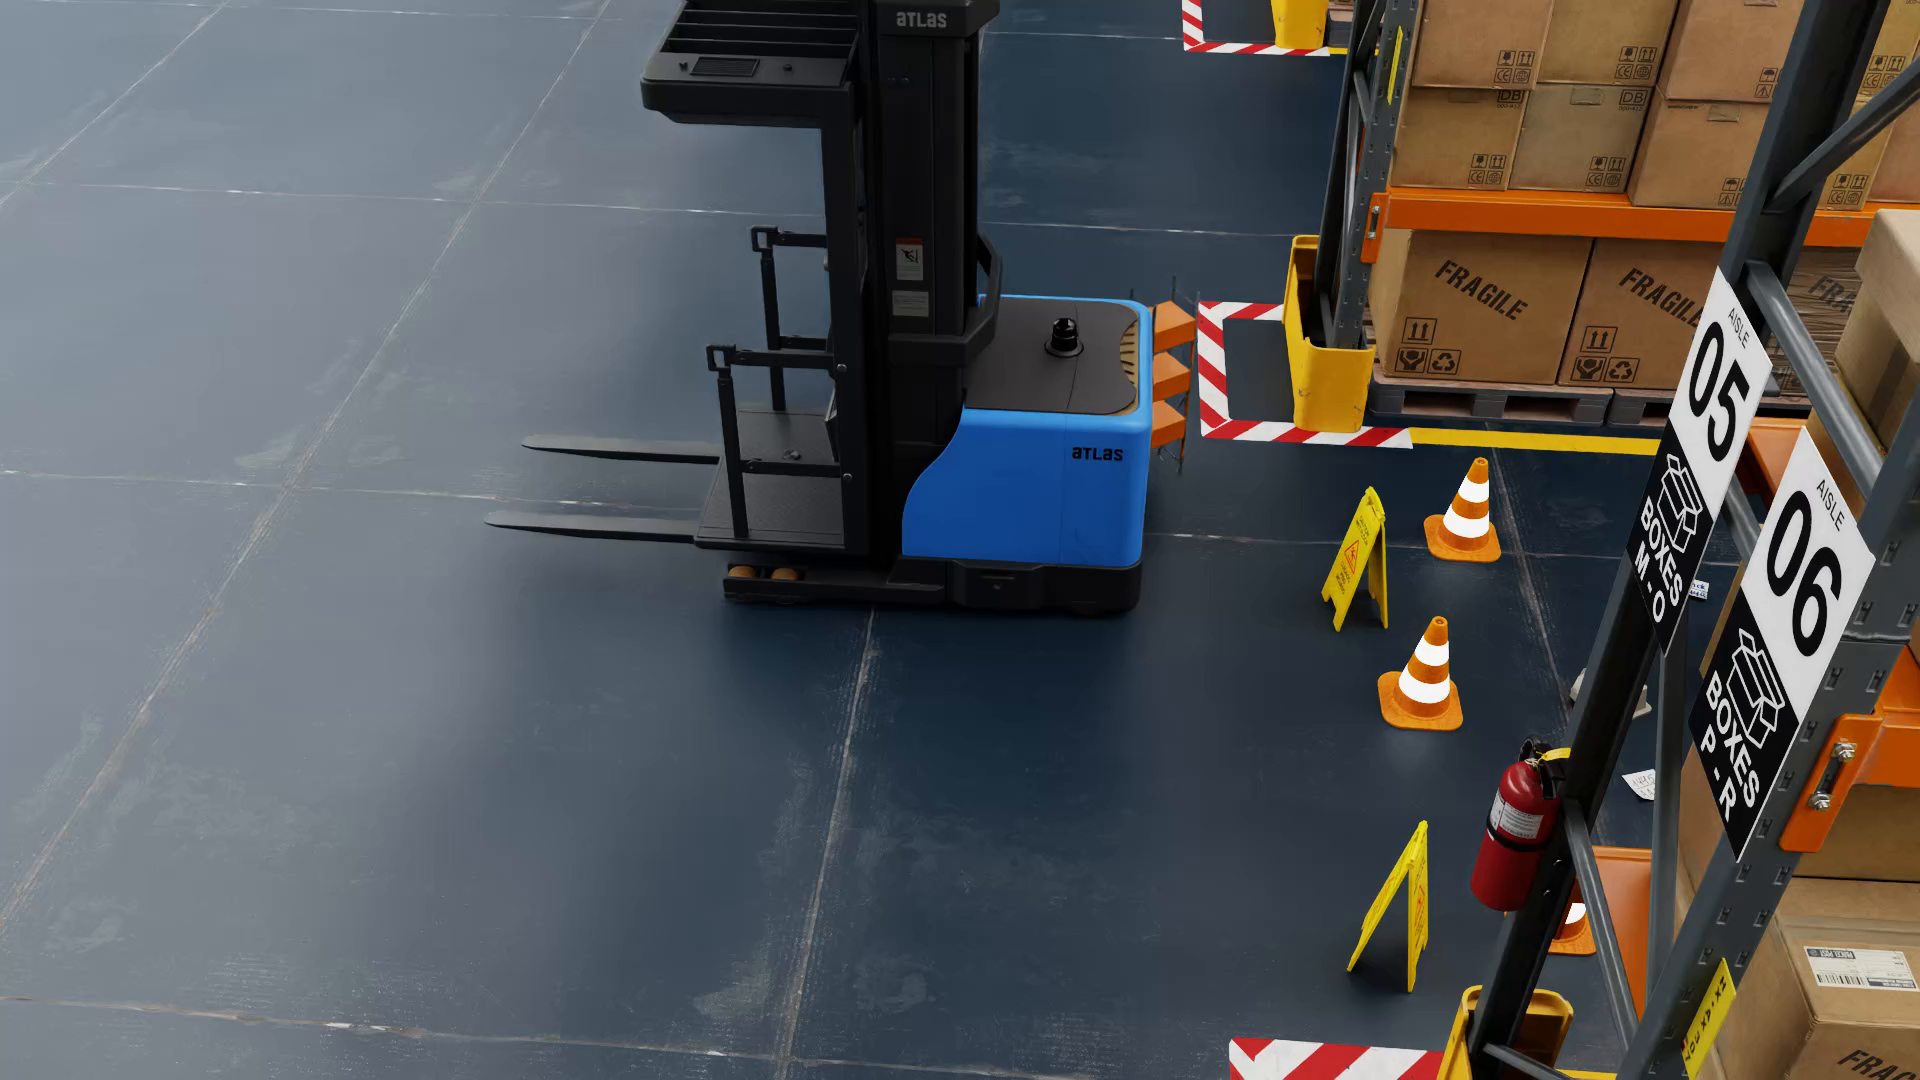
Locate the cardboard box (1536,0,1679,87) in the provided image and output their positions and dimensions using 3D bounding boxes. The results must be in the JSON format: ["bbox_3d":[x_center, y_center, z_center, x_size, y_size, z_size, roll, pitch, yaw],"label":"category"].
[{"bbox_3d":[2.906,-2.548,7.700,0.550,0.550,0.875,3,39,4],"label":"cardboard box"}]

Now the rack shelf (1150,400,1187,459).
[{"bbox_3d":[0.949,-0.521,8.185,0.240,0.259,0.215,-21,43,-23],"label":"rack shelf"}]

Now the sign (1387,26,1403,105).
[{"bbox_3d":[1.930,-2.105,7.382,0.005,0.325,0.100,3,39,4],"label":"sign"}]

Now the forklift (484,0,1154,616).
[{"bbox_3d":[-0.662,-1.173,7.040,3.031,2.935,1.130,3,39,4],"label":"forklift"}]

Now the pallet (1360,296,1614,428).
[{"bbox_3d":[2.787,-1.012,8.996,1.213,0.211,1.003,3,39,4],"label":"pallet"}]

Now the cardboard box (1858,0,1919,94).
[{"bbox_3d":[3.991,-2.485,7.623,0.500,0.550,0.875,3,39,4],"label":"cardboard box"}]

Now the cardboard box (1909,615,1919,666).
[{"bbox_3d":[1.960,0.188,3.137,0.250,0.149,0.380,3,39,4],"label":"cardboard box"}]

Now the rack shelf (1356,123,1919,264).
[{"bbox_3d":[3.976,-1.700,8.202,4.000,0.370,1.077,3,39,4],"label":"rack shelf"}]

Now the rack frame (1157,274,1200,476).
[{"bbox_3d":[1.053,-0.784,8.050,0.008,1.050,0.200,-21,43,-23],"label":"rack frame"}]

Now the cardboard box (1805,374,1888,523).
[{"bbox_3d":[2.037,-0.191,3.602,0.250,0.149,0.380,3,39,4],"label":"cardboard box"}]

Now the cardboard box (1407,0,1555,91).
[{"bbox_3d":[2.350,-2.520,7.666,0.550,0.550,0.875,3,39,4],"label":"cardboard box"}]

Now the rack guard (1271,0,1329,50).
[{"bbox_3d":[2.588,-4.228,12.719,0.348,0.500,1.175,3,39,4],"label":"rack guard"}]

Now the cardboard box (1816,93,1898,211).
[{"bbox_3d":[3.986,-2.025,7.914,0.500,0.550,0.875,3,39,4],"label":"cardboard box"}]

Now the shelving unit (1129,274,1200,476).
[{"bbox_3d":[0.948,-0.744,8.002,0.252,1.050,0.215,-21,43,-23],"label":"shelving unit"}]

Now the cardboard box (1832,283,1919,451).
[{"bbox_3d":[2.190,-0.331,3.458,0.500,0.250,0.500,3,39,3],"label":"cardboard box"}]

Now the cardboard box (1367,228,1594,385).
[{"bbox_3d":[2.665,-1.431,8.653,0.875,0.875,0.875,3,39,4],"label":"cardboard box"}]

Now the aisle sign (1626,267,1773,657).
[{"bbox_3d":[1.620,-0.163,3.685,0.004,0.787,0.394,3,39,4],"label":"aisle sign"}]

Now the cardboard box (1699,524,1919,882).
[{"bbox_3d":[2.185,0.380,3.971,0.500,0.500,0.700,2,39,3],"label":"cardboard box"}]

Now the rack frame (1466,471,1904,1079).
[{"bbox_3d":[1.657,1.031,4.277,0.127,3.000,1.000,3,39,4],"label":"rack frame"}]

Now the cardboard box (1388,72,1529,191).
[{"bbox_3d":[2.357,-2.154,8.072,0.550,0.550,0.875,3,39,4],"label":"cardboard box"}]

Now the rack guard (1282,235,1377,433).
[{"bbox_3d":[1.960,-1.119,8.900,0.348,0.500,1.175,3,39,4],"label":"rack guard"}]

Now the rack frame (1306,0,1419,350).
[{"bbox_3d":[1.984,-2.087,8.109,0.127,3.000,1.000,3,39,4],"label":"rack frame"}]

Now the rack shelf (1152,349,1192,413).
[{"bbox_3d":[0.948,-0.736,8.009,0.240,0.259,0.215,-21,43,-23],"label":"rack shelf"}]

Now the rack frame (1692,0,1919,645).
[{"bbox_3d":[1.657,-1.295,2.384,0.127,3.000,1.000,3,39,4],"label":"rack frame"}]

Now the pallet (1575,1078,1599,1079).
[{"bbox_3d":[2.539,2.183,5.071,1.213,0.211,1.003,3,39,4],"label":"pallet"}]

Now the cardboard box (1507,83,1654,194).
[{"bbox_3d":[2.907,-2.138,8.052,0.550,0.550,0.875,3,39,4],"label":"cardboard box"}]

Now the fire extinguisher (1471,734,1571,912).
[{"bbox_3d":[1.583,0.765,4.666,0.183,0.674,0.296,3,39,4],"label":"fire extinguisher"}]

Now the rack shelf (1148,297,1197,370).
[{"bbox_3d":[0.947,-0.955,7.829,0.240,0.259,0.215,-21,43,-23],"label":"rack shelf"}]

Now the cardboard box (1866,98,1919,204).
[{"bbox_3d":[4.522,-2.060,7.956,0.550,0.550,0.875,3,39,4],"label":"cardboard box"}]

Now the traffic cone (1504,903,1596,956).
[{"bbox_3d":[2.197,1.227,6.046,0.334,0.463,0.336,3,39,4],"label":"traffic cone"}]

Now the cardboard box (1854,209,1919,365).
[{"bbox_3d":[2.020,-0.511,3.364,0.250,0.149,0.380,3,39,4],"label":"cardboard box"}]

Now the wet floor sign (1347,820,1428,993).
[{"bbox_3d":[1.560,1.261,5.860,0.232,0.644,0.267,16,42,19],"label":"wet floor sign"}]

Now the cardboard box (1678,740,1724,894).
[{"bbox_3d":[2.222,0.733,4.329,0.500,0.500,0.500,2,39,3],"label":"cardboard box"}]

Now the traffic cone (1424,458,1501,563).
[{"bbox_3d":[2.390,-0.182,7.777,0.334,0.463,0.336,3,39,4],"label":"traffic cone"}]

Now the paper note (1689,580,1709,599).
[{"bbox_3d":[3.358,0.216,7.633,0.142,0.017,0.144,16,42,19],"label":"paper note"}]

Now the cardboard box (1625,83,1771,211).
[{"bbox_3d":[3.454,-2.028,7.917,0.550,0.550,0.875,3,39,4],"label":"cardboard box"}]

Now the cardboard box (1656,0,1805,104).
[{"bbox_3d":[3.452,-2.432,7.558,0.550,0.550,0.875,3,39,4],"label":"cardboard box"}]

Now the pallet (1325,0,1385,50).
[{"bbox_3d":[3.394,-4.049,12.728,1.213,0.211,1.003,3,39,4],"label":"pallet"}]

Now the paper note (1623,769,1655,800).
[{"bbox_3d":[2.771,0.982,6.689,0.142,0.019,0.148,-10,40,-12],"label":"paper note"}]

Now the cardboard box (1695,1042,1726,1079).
[{"bbox_3d":[1.978,1.277,4.174,0.250,0.149,0.380,3,39,4],"label":"cardboard box"}]

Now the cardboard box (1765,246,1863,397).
[{"bbox_3d":[4.450,-1.333,8.533,0.875,0.875,0.875,3,39,4],"label":"cardboard box"}]

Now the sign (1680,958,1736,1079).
[{"bbox_3d":[1.611,1.037,3.585,0.005,0.325,0.100,3,39,4],"label":"sign"}]

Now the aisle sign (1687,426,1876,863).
[{"bbox_3d":[1.569,0.215,3.221,0.004,0.787,0.394,3,39,4],"label":"aisle sign"}]

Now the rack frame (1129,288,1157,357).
[{"bbox_3d":[0.843,-0.704,7.954,0.008,1.050,0.200,-21,43,-23],"label":"rack frame"}]

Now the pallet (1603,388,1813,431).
[{"bbox_3d":[3.999,-0.944,8.913,1.213,0.211,1.003,3,39,4],"label":"pallet"}]

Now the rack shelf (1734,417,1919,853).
[{"bbox_3d":[3.650,0.256,3.424,4.000,0.370,1.077,3,39,4],"label":"rack shelf"}]

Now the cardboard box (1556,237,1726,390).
[{"bbox_3d":[3.542,-1.384,8.596,0.875,0.875,0.875,3,39,3],"label":"cardboard box"}]

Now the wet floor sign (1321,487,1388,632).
[{"bbox_3d":[1.784,0.069,7.324,0.232,0.644,0.267,-3,39,-4],"label":"wet floor sign"}]

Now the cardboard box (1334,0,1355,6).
[{"bbox_3d":[3.133,-4.350,12.536,0.500,0.500,0.500,10,40,12],"label":"cardboard box"}]

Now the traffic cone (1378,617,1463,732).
[{"bbox_3d":[1.954,0.511,6.927,0.334,0.463,0.336,3,39,4],"label":"traffic cone"}]

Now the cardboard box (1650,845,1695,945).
[{"bbox_3d":[2.048,1.014,4.497,0.250,0.149,0.380,4,39,5],"label":"cardboard box"}]

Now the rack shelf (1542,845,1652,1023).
[{"bbox_3d":[3.650,1.419,4.371,4.000,0.370,1.077,3,39,4],"label":"rack shelf"}]

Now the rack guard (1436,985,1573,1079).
[{"bbox_3d":[1.733,2.005,5.061,0.348,0.500,1.175,3,39,4],"label":"rack guard"}]

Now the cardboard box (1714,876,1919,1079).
[{"bbox_3d":[2.105,1.077,3.906,0.500,0.500,0.500,3,39,3],"label":"cardboard box"}]

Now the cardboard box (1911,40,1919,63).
[{"bbox_3d":[4.520,-2.461,7.594,0.550,0.550,0.875,3,39,4],"label":"cardboard box"}]

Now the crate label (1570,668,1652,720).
[{"bbox_3d":[2.743,0.641,7.025,0.298,0.136,0.250,-16,42,-19],"label":"crate label"}]
